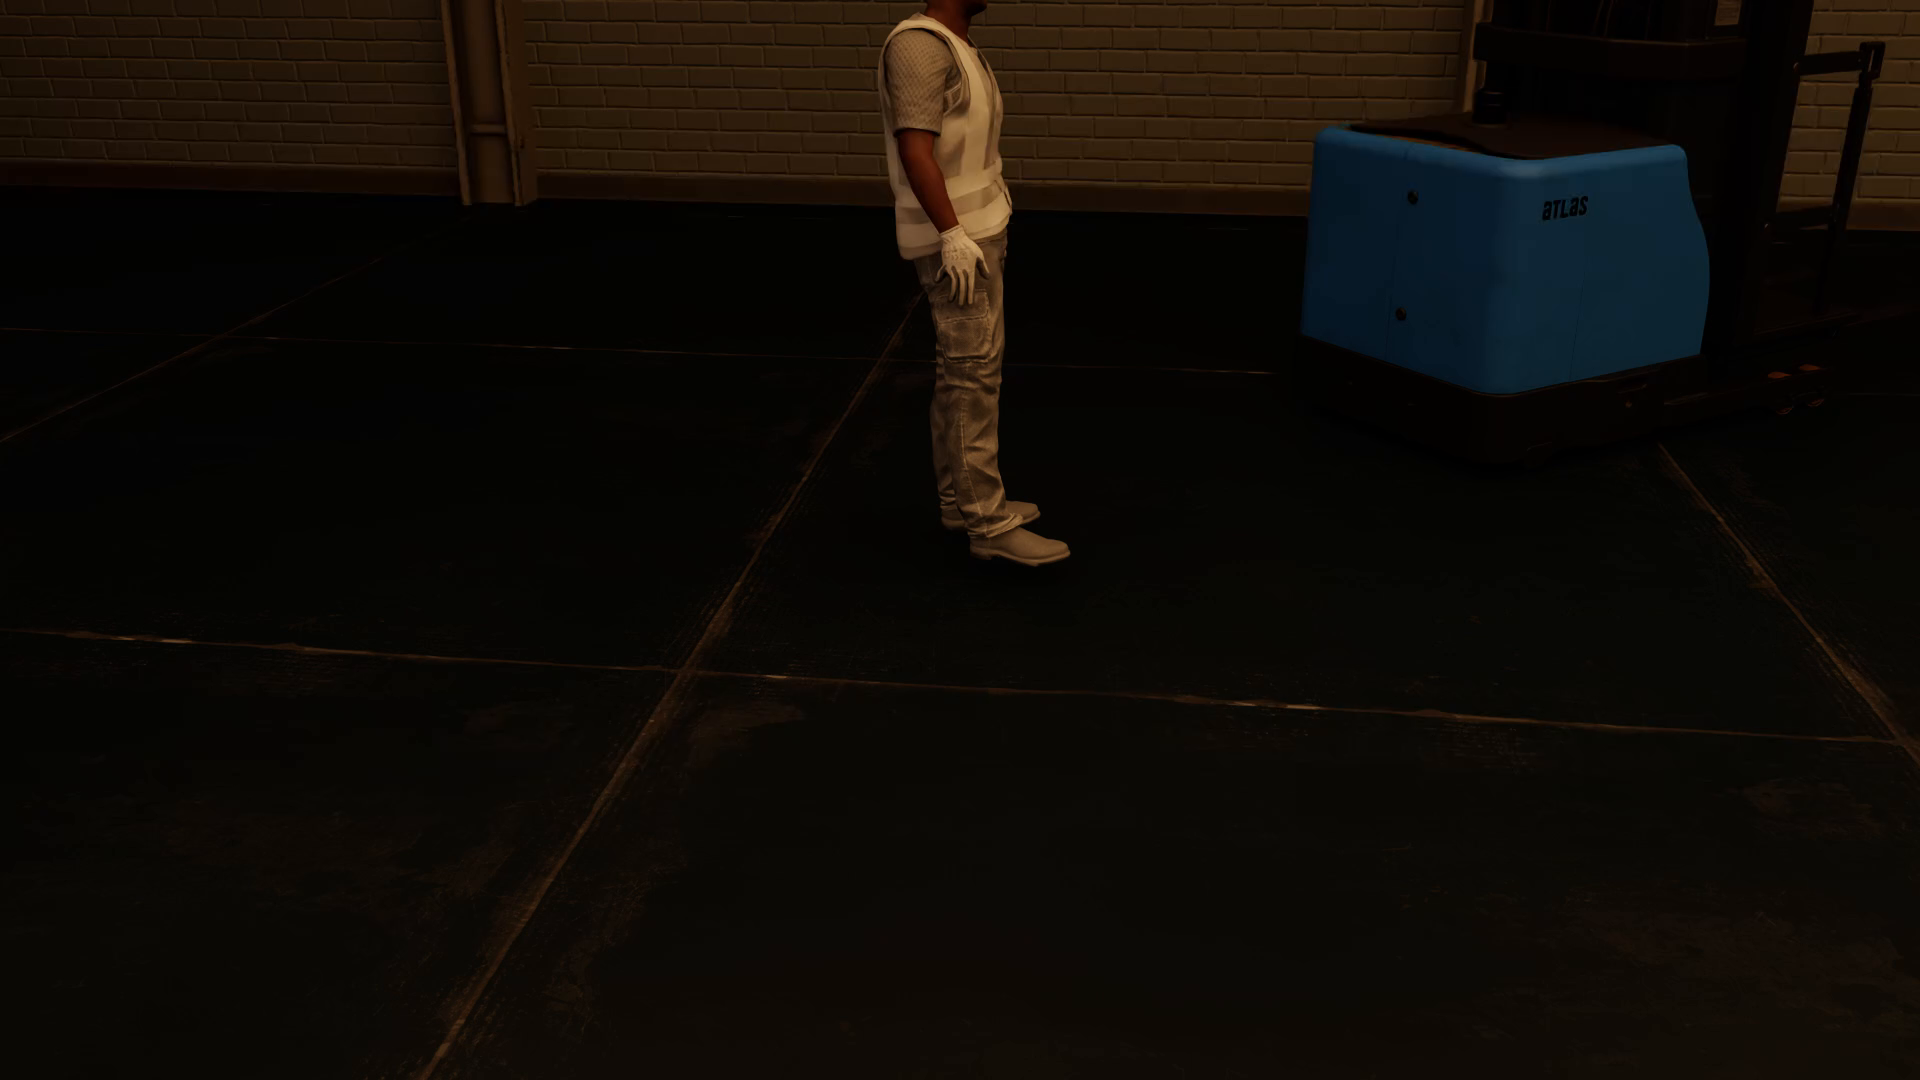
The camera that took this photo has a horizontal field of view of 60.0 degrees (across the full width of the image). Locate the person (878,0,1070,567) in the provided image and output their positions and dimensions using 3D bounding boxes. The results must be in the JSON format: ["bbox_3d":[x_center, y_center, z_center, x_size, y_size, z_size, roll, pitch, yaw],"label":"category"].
[{"bbox_3d":[0.071,-0.864,4.811,0.575,1.784,0.656,3,22,7],"label":"person"}]

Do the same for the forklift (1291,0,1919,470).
[{"bbox_3d":[2.801,-1.992,6.201,3.031,2.935,1.130,-13,25,-28],"label":"forklift"}]
